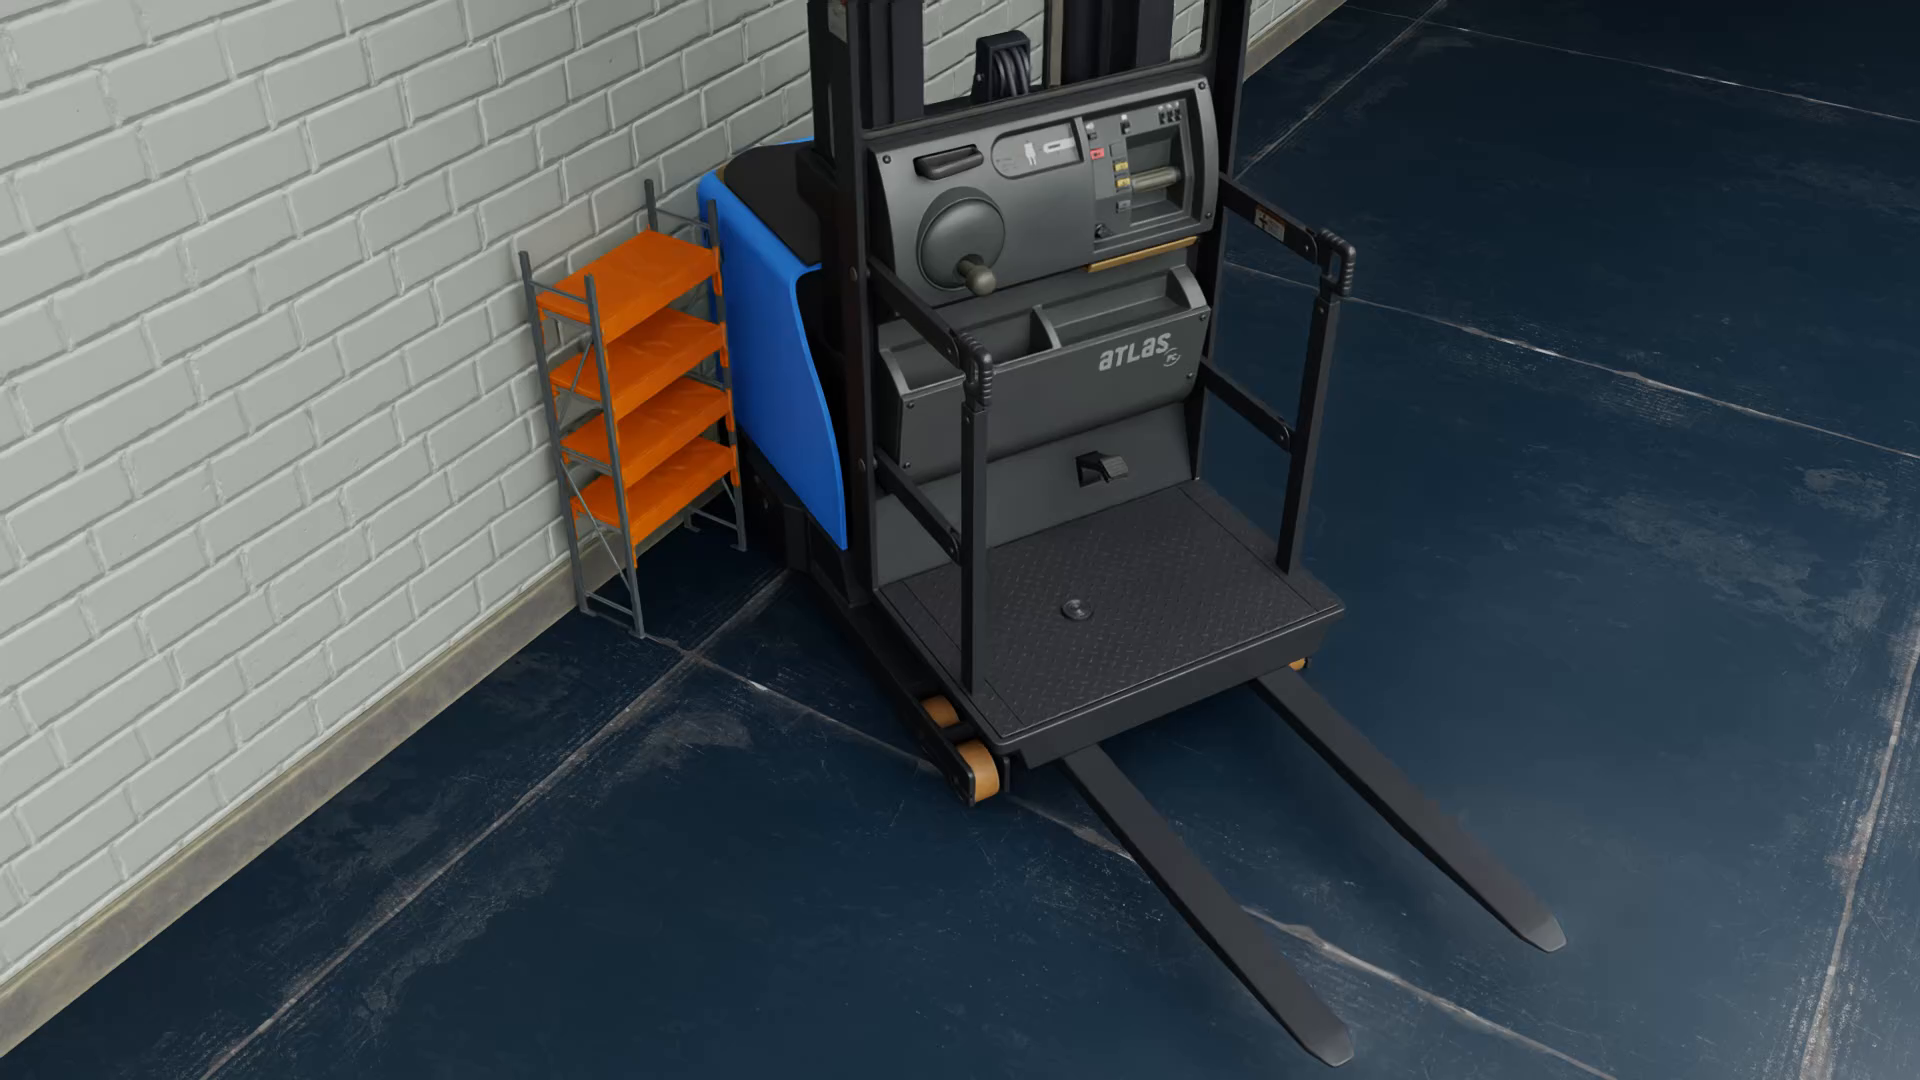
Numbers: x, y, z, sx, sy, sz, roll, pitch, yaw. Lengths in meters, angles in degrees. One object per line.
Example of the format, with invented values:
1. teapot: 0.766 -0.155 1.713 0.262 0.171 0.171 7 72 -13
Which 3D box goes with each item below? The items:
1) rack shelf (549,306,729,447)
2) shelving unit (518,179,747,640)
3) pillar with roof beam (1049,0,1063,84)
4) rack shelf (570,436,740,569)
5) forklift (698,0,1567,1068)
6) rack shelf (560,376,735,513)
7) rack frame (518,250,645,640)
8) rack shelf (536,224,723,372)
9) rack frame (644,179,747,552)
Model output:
1. rack shelf: -0.894 -0.473 4.622 0.258 0.148 0.480 21 42 24
2. shelving unit: -0.895 -0.350 4.718 0.258 1.200 0.503 21 42 24
3. pillar with roof beam: 4.195 -3.473 2.384 9.100 9.000 0.400 21 42 25
4. rack shelf: -0.898 -0.141 4.882 0.258 0.148 0.480 21 42 24
5. forklift: 0.334 -0.793 3.878 1.130 2.935 3.031 -19 41 -23
6. rack shelf: -0.896 -0.297 4.759 0.258 0.148 0.480 21 42 24
7. rack frame: -1.024 -0.223 4.554 0.240 1.200 0.015 21 42 24
8. rack shelf: -0.891 -0.659 4.476 0.258 0.148 0.480 21 42 24
9. rack frame: -0.767 -0.477 4.882 0.240 1.200 0.015 21 42 24
